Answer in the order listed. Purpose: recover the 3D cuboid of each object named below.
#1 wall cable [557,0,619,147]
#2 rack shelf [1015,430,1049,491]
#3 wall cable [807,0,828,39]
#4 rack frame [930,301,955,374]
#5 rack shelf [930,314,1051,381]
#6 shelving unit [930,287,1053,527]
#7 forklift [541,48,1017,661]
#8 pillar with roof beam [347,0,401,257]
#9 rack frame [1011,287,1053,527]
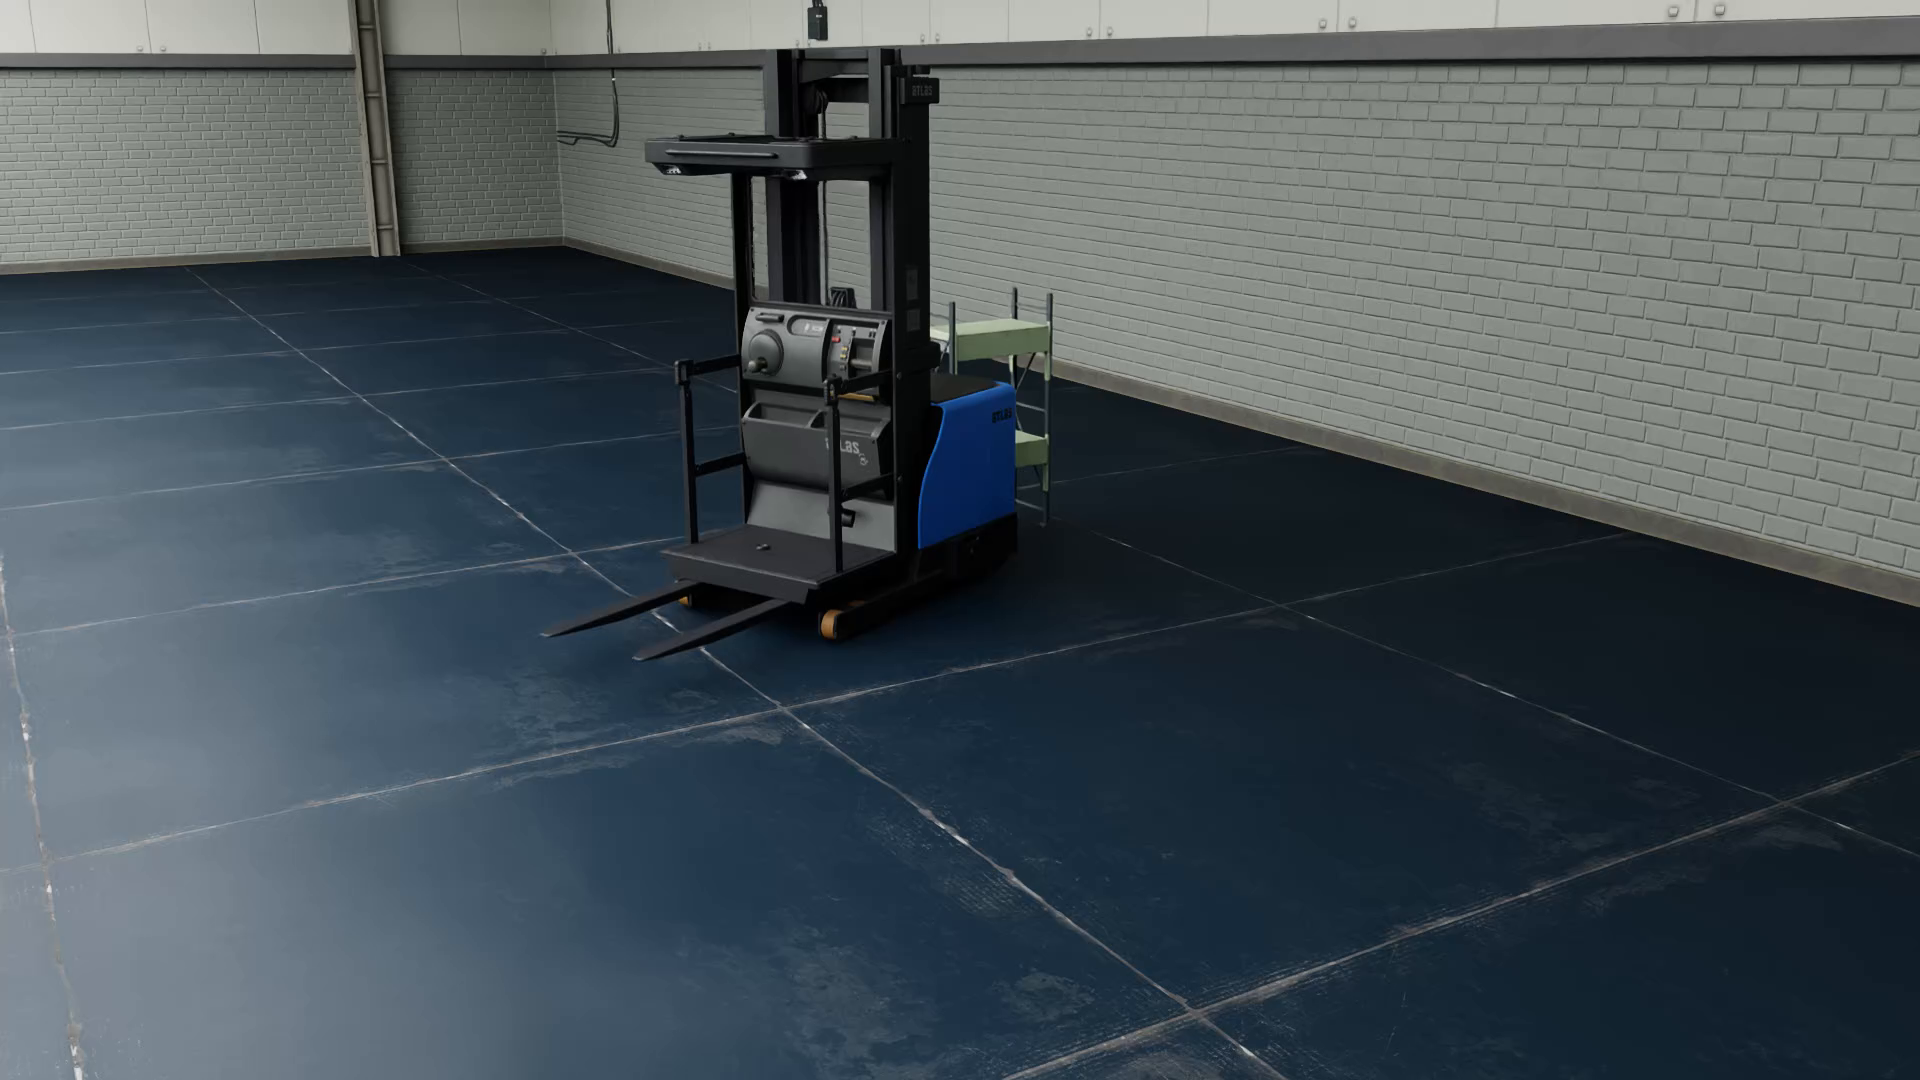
[{"bbox_3d":[-6.018,-7.515,26.301,0.112,2.526,3.097,-9,18,-30],"label":"wall cable"},{"bbox_3d":[0.152,-0.482,10.557,0.720,0.370,0.431,-11,19,-33],"label":"rack shelf"},{"bbox_3d":[-1.142,-8.449,17.579,0.169,6.003,2.305,-9,18,-30],"label":"wall cable"},{"bbox_3d":[-0.149,-0.739,10.269,0.023,1.500,0.400,-11,19,-33],"label":"rack frame"},{"bbox_3d":[0.152,-1.171,10.363,0.720,0.370,0.431,-11,19,-33],"label":"rack shelf"},{"bbox_3d":[0.152,-0.795,10.469,0.755,1.500,0.431,-11,19,-33],"label":"shelving unit"},{"bbox_3d":[-0.895,-1.035,8.673,1.130,2.935,3.031,10,19,32],"label":"forklift"},{"bbox_3d":[-7.007,-7.911,21.959,0.400,9.000,9.100,-9,18,-30],"label":"pillar with roof beam"},{"bbox_3d":[0.453,-0.852,10.669,0.023,1.500,0.400,-11,19,-33],"label":"rack frame"}]
